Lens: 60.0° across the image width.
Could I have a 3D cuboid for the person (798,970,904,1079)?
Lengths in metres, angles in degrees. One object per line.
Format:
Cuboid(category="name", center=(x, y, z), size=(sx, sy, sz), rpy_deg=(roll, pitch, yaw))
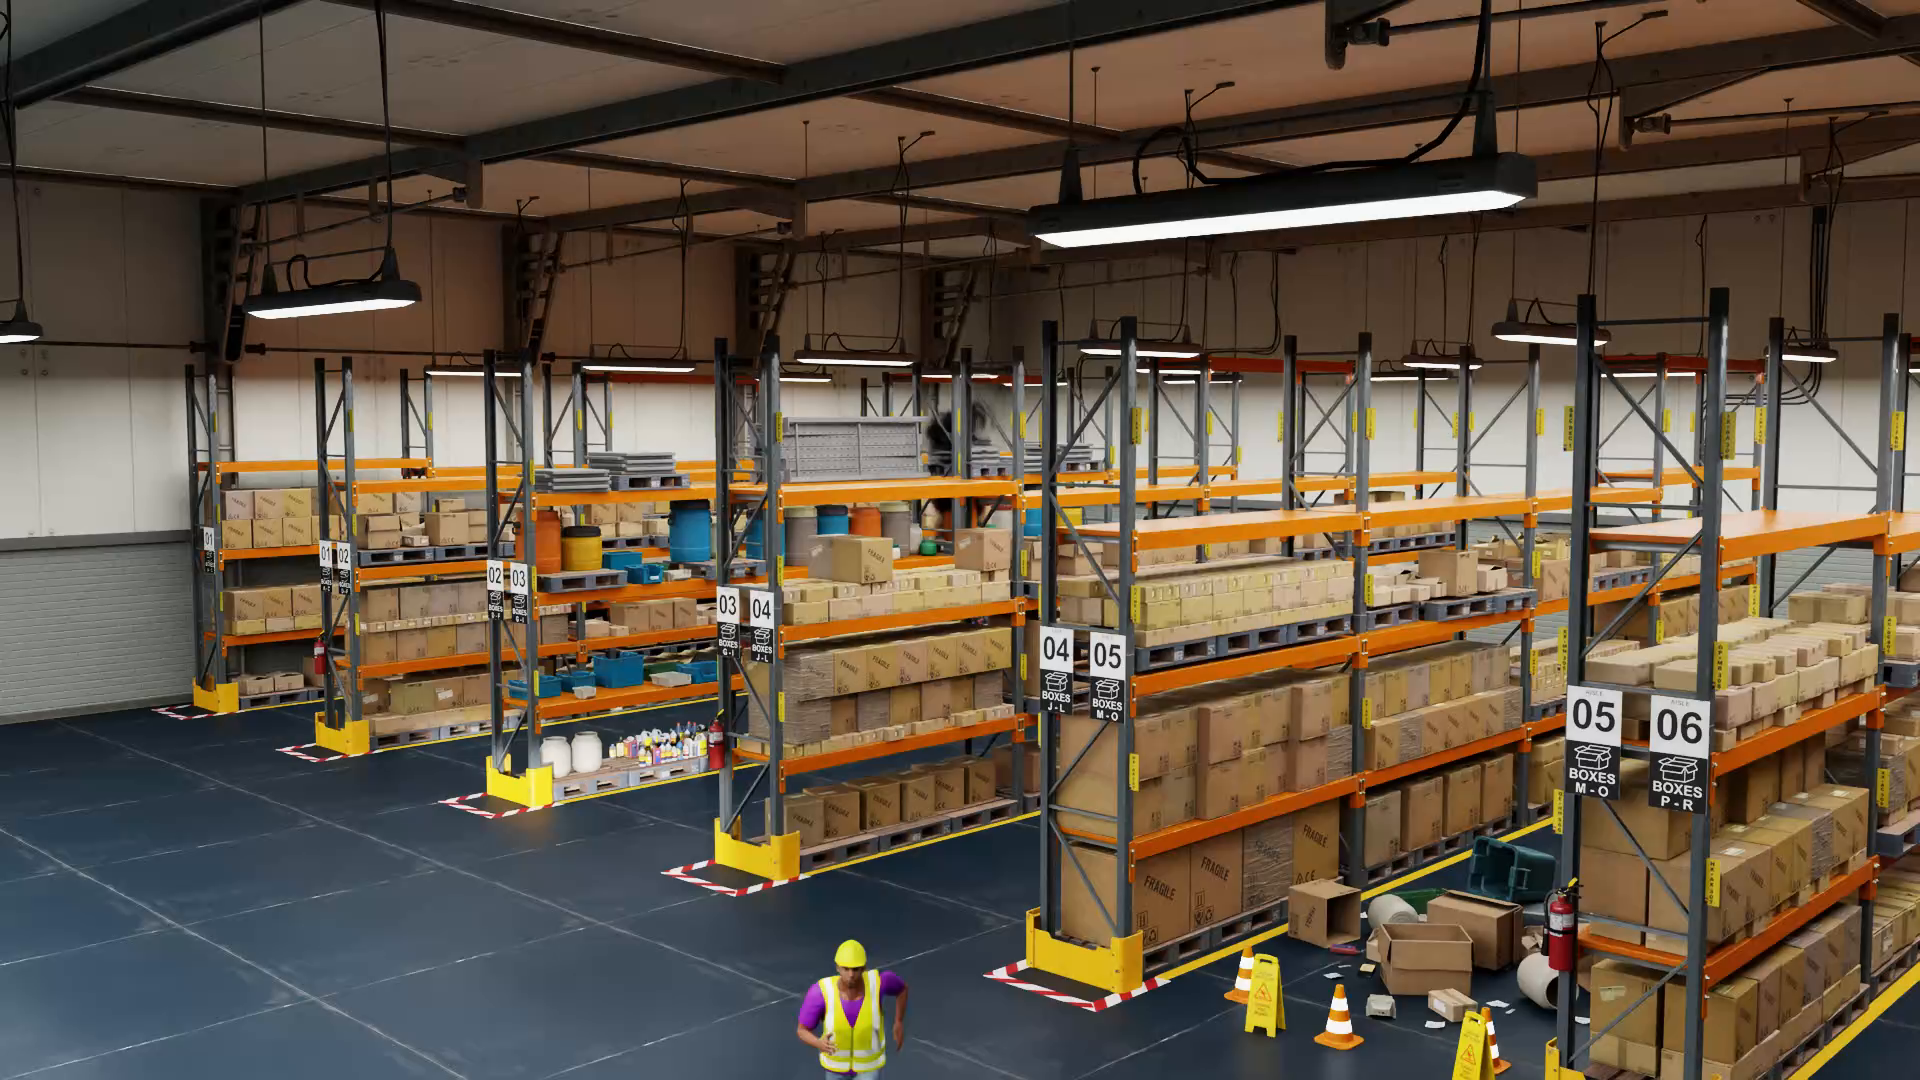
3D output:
Cuboid(category="person", center=(-0.709, 3.591, 10.960), size=(0.681, 1.583, 0.898), rpy_deg=(0, 4, 0))
